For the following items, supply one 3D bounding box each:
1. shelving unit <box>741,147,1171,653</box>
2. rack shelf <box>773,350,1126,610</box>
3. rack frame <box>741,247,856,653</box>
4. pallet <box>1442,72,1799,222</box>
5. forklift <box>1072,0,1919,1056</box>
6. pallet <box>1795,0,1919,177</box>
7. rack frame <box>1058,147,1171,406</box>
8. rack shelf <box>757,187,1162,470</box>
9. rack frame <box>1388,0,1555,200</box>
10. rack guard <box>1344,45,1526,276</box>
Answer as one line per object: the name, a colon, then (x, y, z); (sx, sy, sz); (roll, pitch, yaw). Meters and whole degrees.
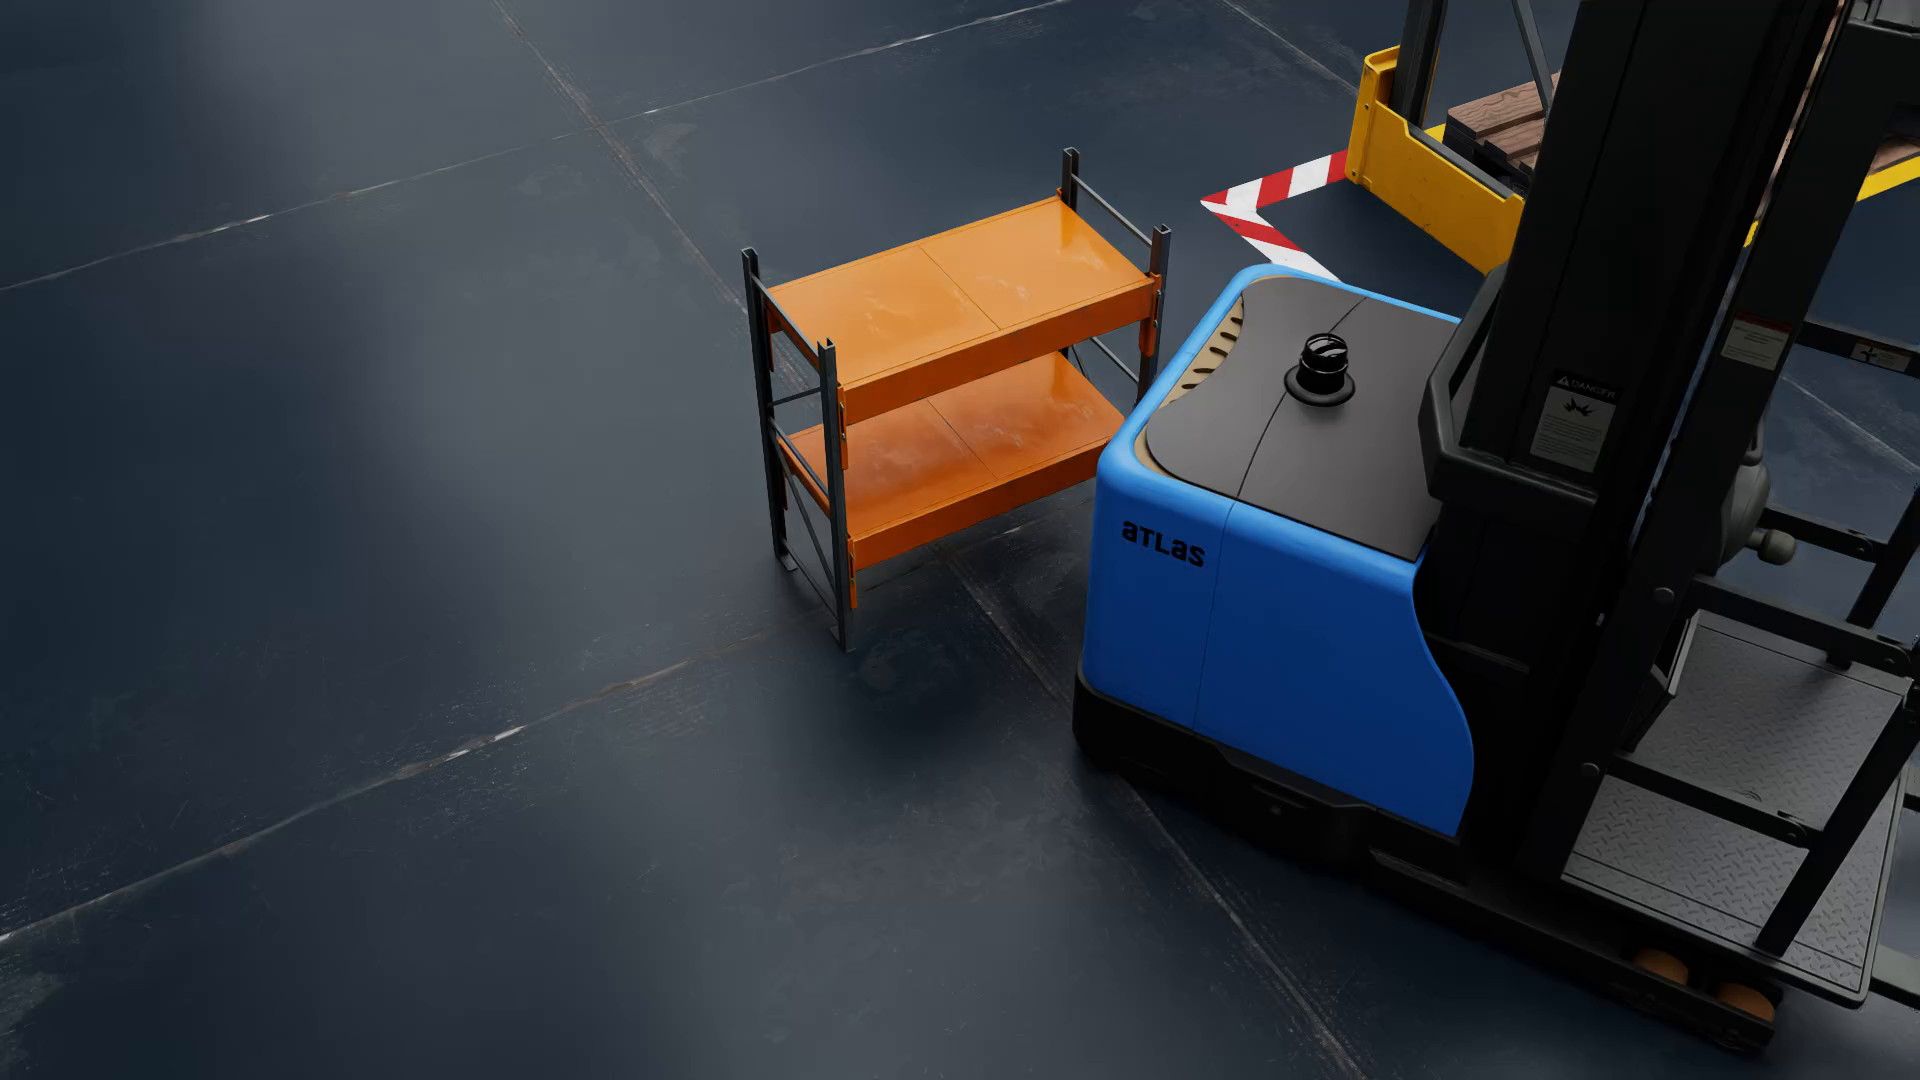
shelving unit: (-0.006, -0.401, 4.856); (1.048, 1.125, 0.538); (-22, 48, -21)
rack shelf: (-0.006, -0.226, 5.026); (1.000, 0.278, 0.538); (-22, 48, -21)
rack frame: (-0.447, -0.225, 4.674); (0.032, 1.125, 0.500); (-22, 48, -21)
pallet: (2.734, -1.573, 6.720); (1.213, 0.211, 1.003); (-22, 48, -21)
forklift: (1.850, -0.259, 3.412); (3.031, 2.935, 1.130); (21, 48, 20)
pallet: (3.791, -1.994, 7.153); (1.213, 0.211, 1.003); (-22, 48, -21)
rack frame: (0.435, -0.578, 5.038); (0.032, 1.125, 0.500); (-22, 48, -21)
rack shelf: (-0.006, -0.611, 4.652); (1.000, 0.278, 0.538); (-22, 48, -21)
rack frame: (2.000, -2.311, 5.478); (0.127, 3.000, 1.000); (-22, 48, -21)
rack guard: (1.985, -1.398, 6.332); (0.348, 0.500, 1.175); (-22, 48, -21)
